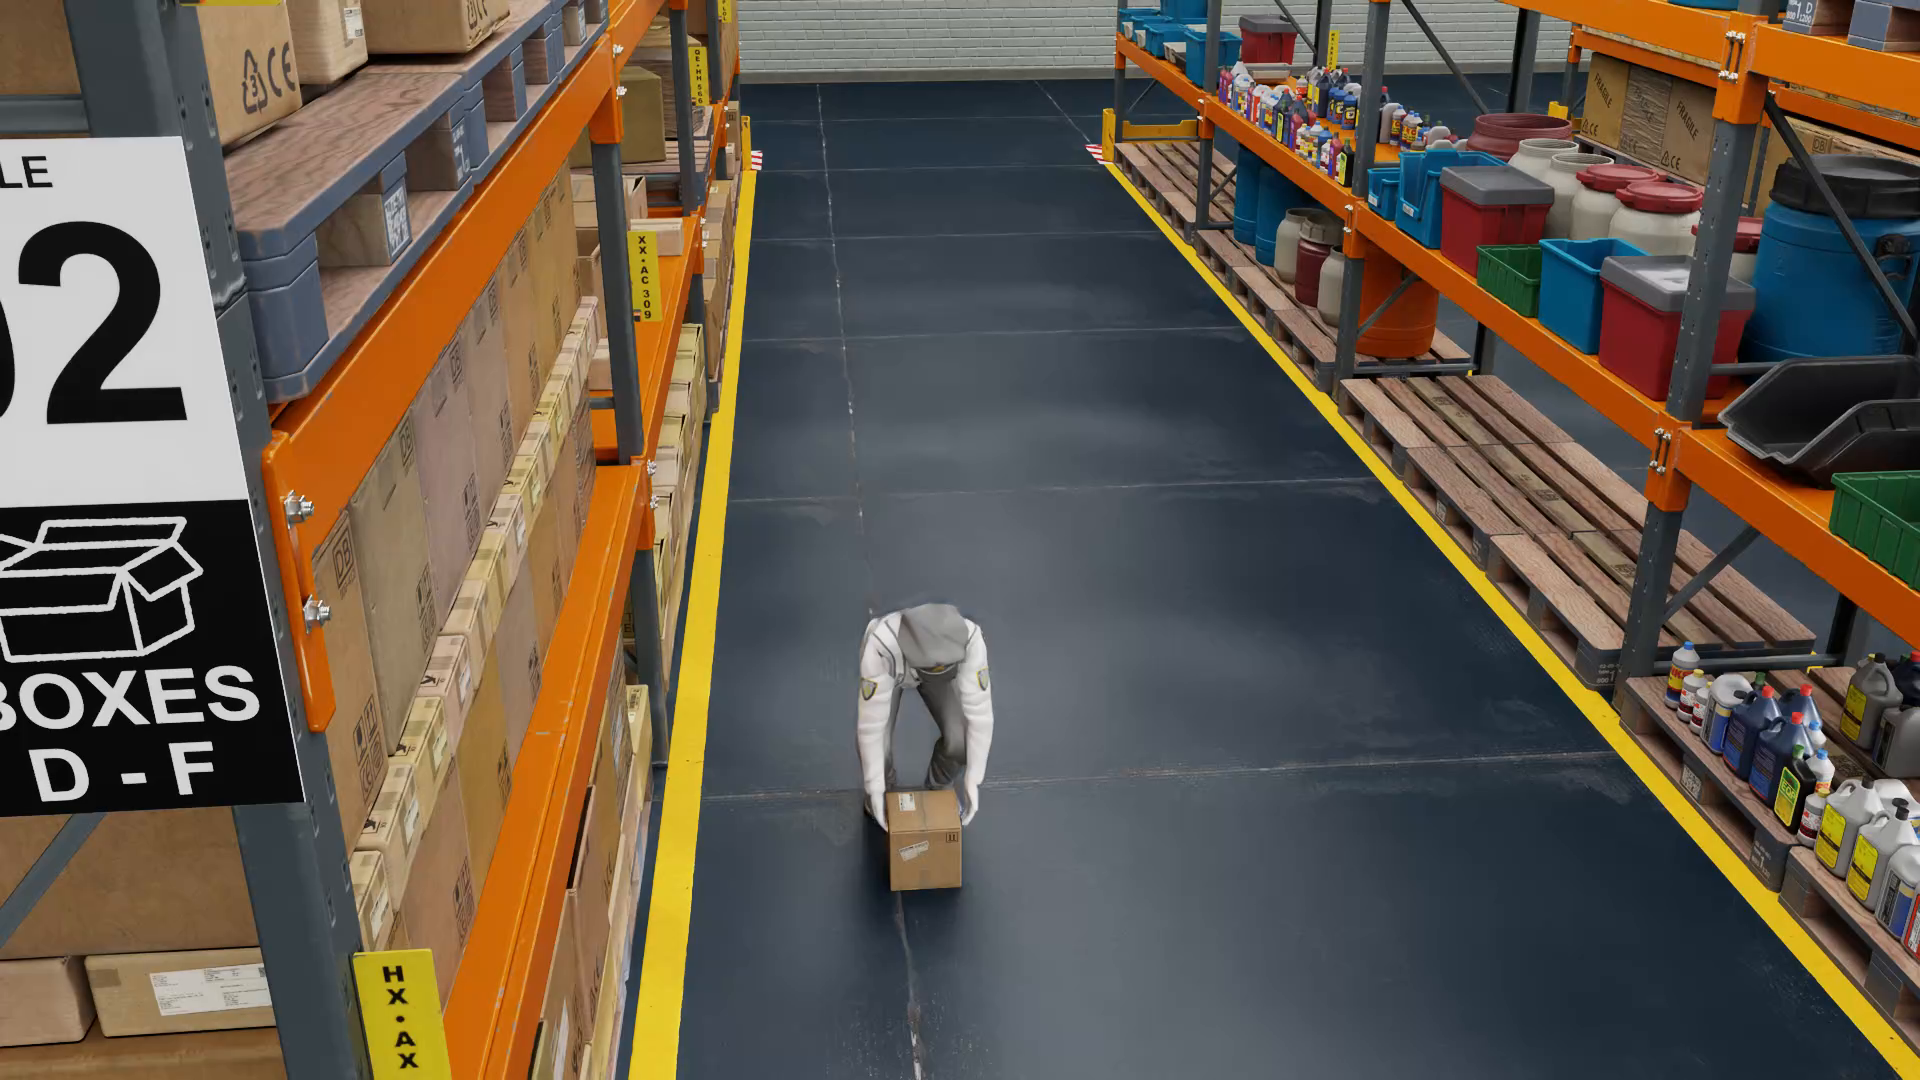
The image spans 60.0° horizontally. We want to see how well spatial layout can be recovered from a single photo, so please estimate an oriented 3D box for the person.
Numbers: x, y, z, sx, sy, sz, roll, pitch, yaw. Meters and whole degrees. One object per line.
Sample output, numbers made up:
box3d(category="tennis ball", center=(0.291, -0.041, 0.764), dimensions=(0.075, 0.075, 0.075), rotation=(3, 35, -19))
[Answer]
box3d(category="person", center=(-0.138, 0.591, 6.086), dimensions=(0.499, 1.006, 0.836), rotation=(-2, 24, -4))
